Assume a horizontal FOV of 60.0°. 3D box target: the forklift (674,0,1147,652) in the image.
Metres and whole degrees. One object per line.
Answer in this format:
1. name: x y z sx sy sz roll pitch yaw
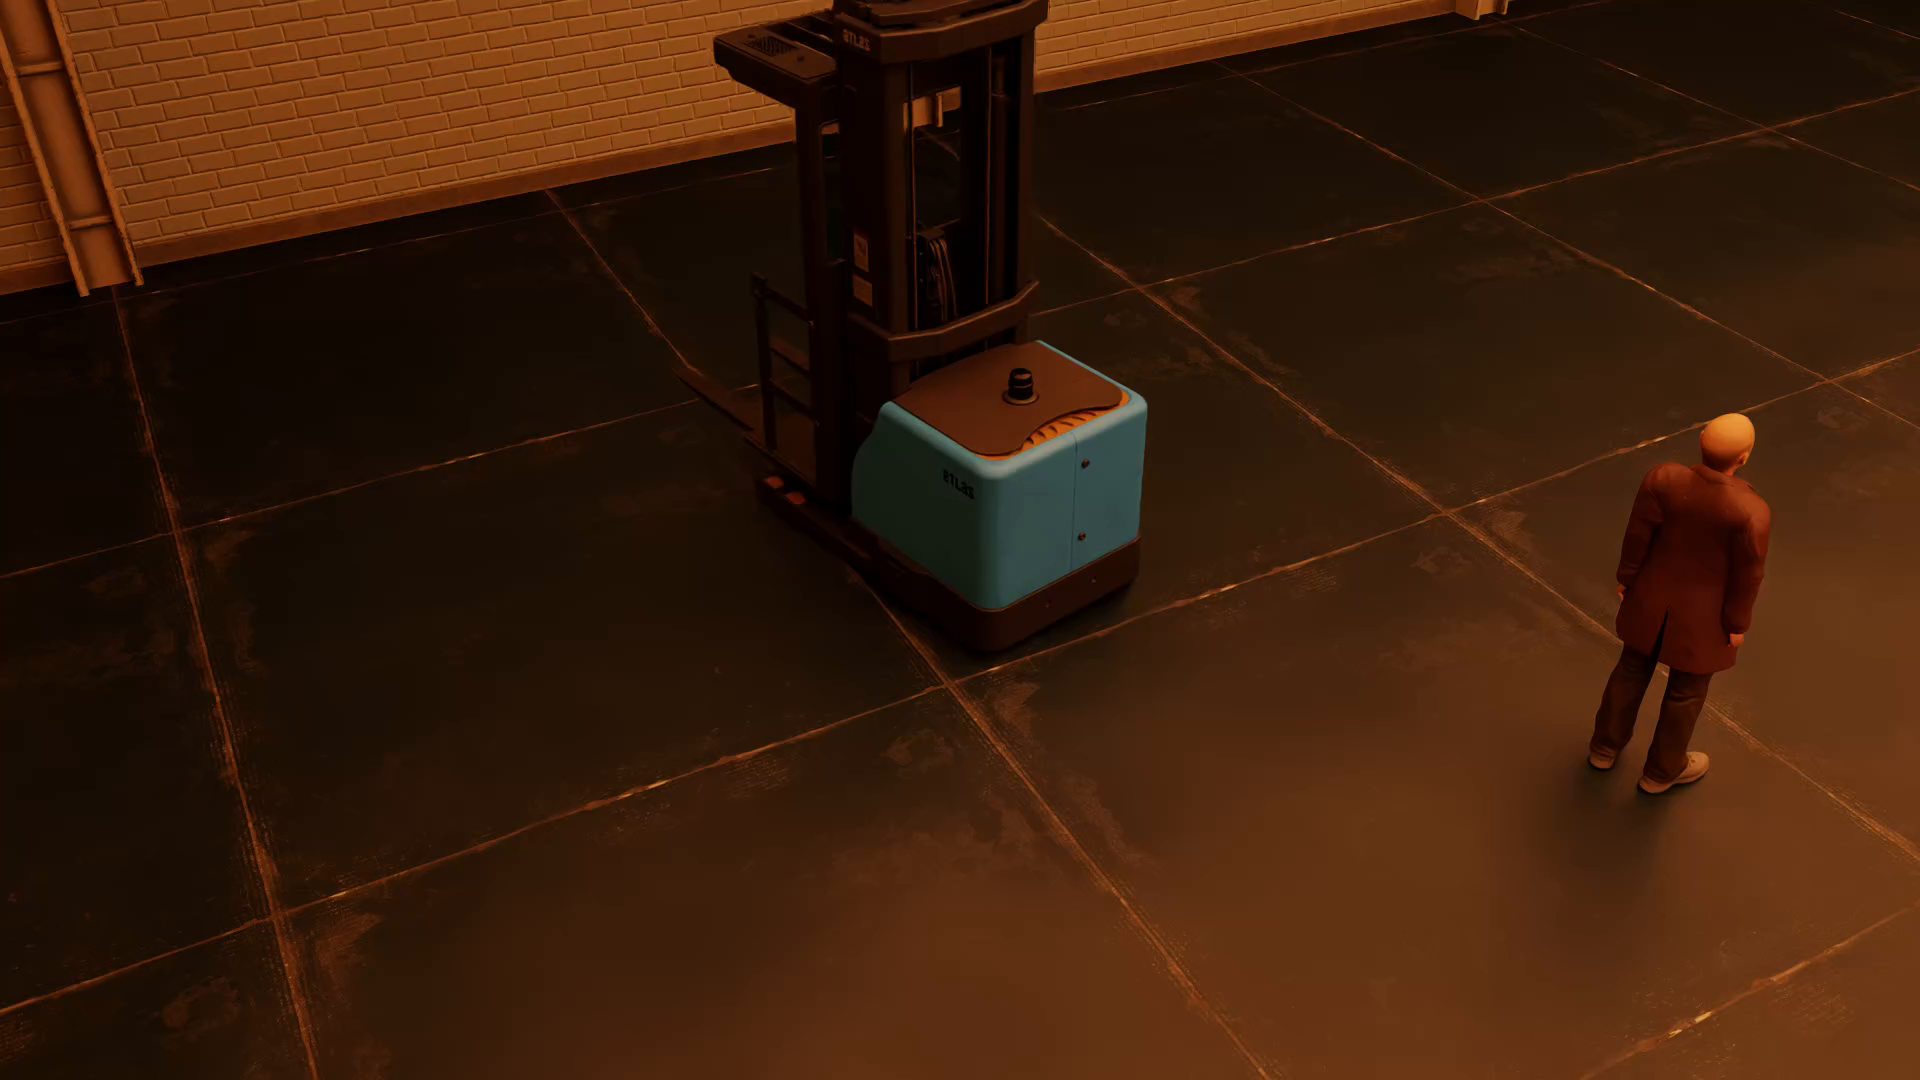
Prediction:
1. forklift: -0.438 -1.453 8.178 1.130 2.935 3.031 -26 43 -32

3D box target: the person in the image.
1. person: 2.961 0.239 6.783 0.390 1.782 0.556 -29 45 -35
